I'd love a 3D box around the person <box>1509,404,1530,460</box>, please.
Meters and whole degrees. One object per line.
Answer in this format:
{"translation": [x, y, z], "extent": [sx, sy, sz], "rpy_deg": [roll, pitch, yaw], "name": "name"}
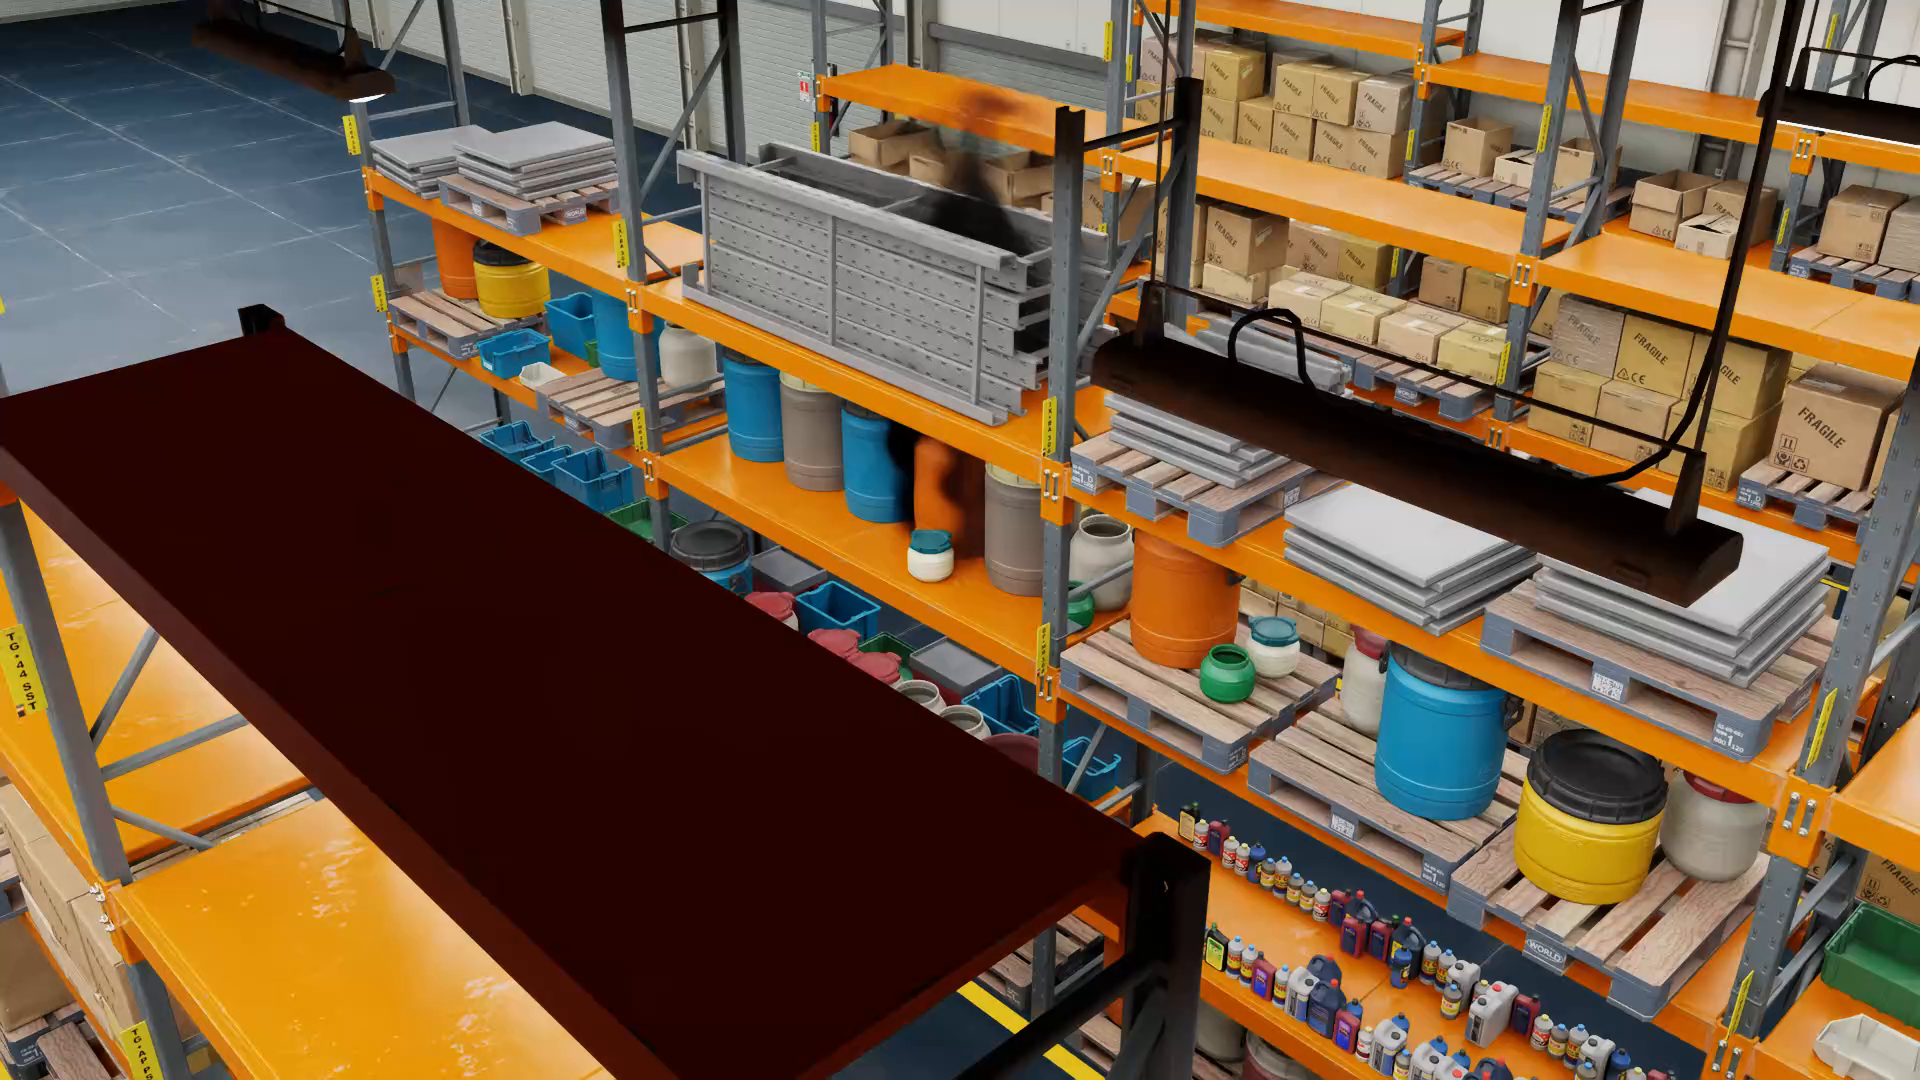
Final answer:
{"translation": [5.267, -0.510, 15.968], "extent": [0.918, 1.764, 0.712], "rpy_deg": [17, 33, 29], "name": "person"}
